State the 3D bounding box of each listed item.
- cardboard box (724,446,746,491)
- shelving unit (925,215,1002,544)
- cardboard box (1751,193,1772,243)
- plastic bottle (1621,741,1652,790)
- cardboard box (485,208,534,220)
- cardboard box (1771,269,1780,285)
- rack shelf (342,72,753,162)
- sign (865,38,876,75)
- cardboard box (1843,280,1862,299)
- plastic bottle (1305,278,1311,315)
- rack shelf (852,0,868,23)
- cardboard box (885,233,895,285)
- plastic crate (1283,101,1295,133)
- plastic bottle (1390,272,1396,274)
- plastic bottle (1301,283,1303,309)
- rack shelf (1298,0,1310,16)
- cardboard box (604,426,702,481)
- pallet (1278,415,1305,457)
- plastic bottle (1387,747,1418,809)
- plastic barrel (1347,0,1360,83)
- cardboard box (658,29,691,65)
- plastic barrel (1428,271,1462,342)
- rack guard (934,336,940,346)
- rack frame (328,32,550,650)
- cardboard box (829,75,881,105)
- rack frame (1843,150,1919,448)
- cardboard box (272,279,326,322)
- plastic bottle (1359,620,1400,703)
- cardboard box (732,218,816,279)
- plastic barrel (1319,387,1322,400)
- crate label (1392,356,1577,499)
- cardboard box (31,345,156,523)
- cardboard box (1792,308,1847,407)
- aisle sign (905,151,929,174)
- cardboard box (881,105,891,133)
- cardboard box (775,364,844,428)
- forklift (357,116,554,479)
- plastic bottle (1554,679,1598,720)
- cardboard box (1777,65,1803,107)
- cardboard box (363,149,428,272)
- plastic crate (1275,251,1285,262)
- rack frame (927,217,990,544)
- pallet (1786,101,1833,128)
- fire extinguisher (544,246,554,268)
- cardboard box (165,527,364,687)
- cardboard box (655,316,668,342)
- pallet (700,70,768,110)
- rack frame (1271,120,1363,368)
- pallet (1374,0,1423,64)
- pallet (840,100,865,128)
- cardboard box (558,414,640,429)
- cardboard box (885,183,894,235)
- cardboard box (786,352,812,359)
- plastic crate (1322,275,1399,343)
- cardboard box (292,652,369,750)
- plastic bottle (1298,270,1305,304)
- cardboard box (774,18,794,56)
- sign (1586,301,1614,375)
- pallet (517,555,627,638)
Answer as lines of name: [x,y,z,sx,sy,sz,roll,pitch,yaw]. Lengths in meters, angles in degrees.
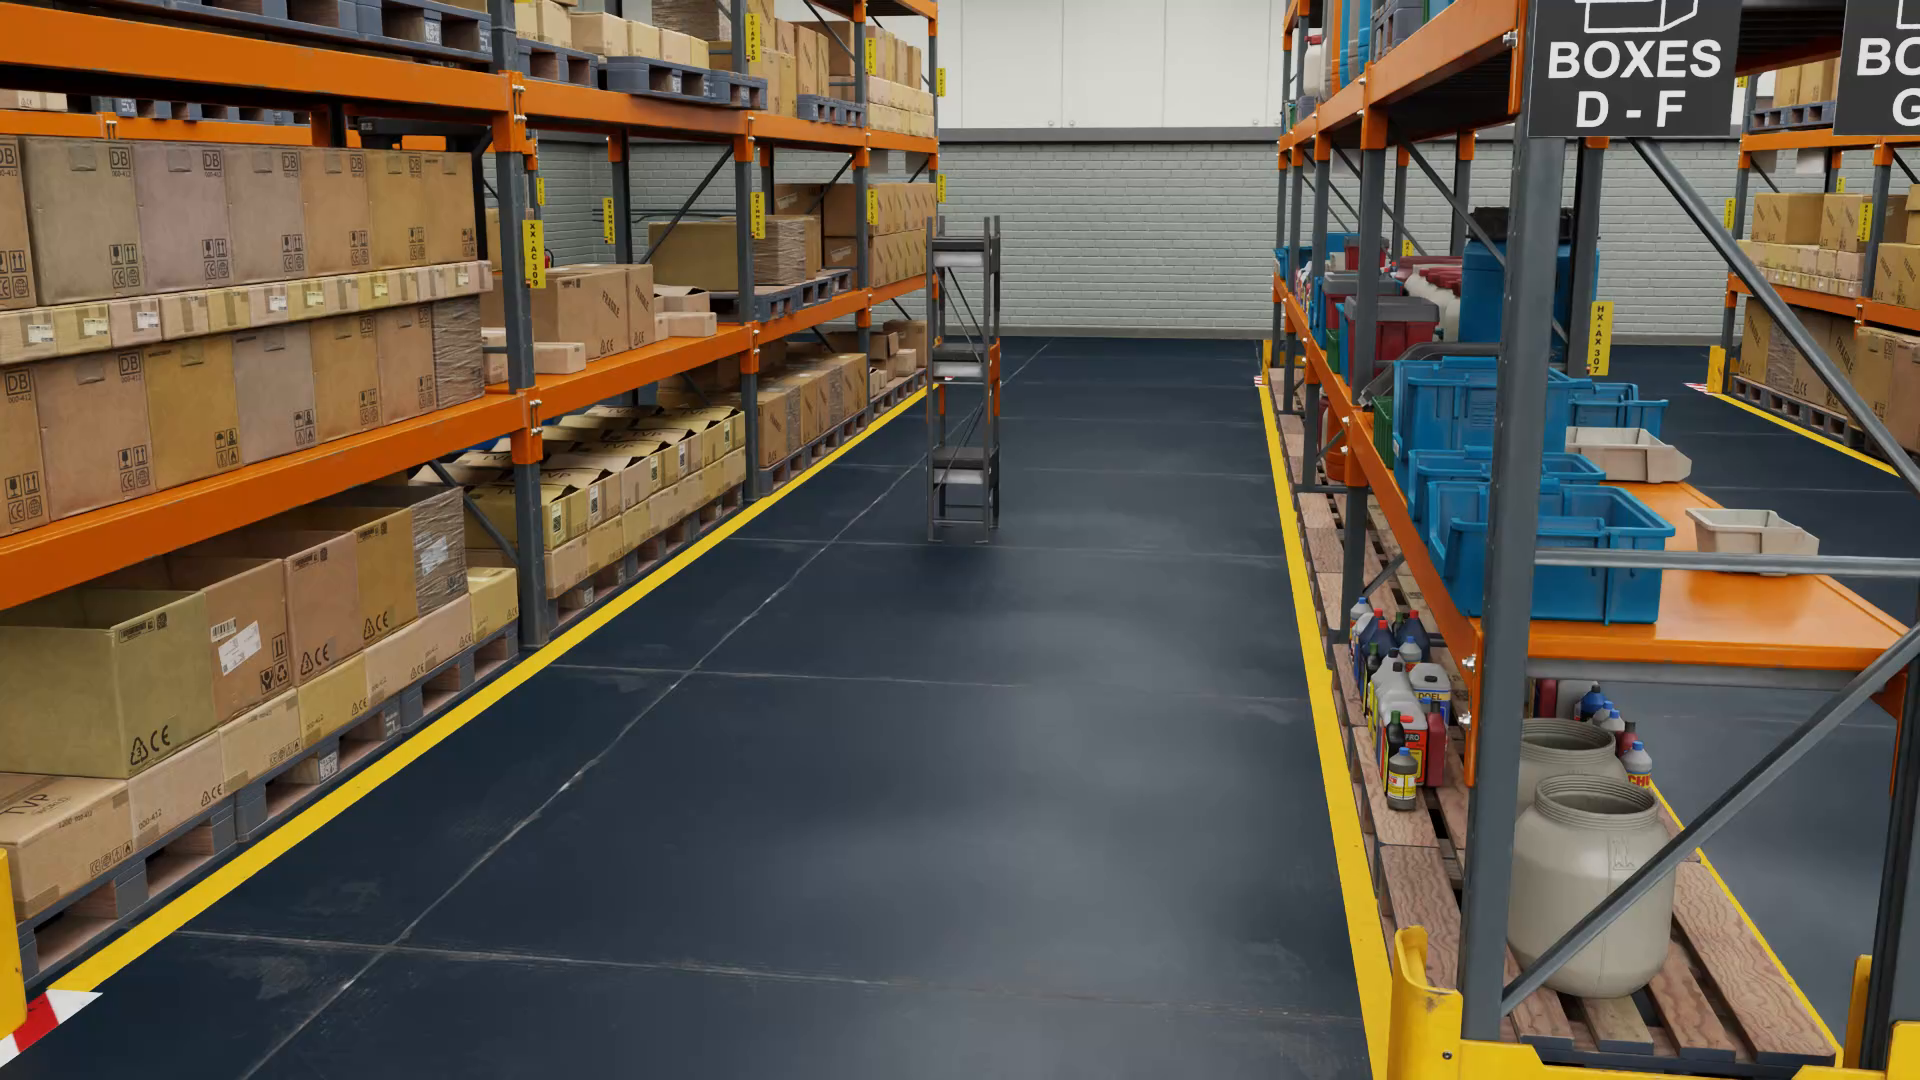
cardboard box: [-1.834,-0.515,11.793,0.500,0.250,0.500,2,12,10]
shelving unit: [0.025,-1.061,10.932,0.431,2.100,0.503,2,12,9]
cardboard box: [8.607,-3.358,17.326,0.500,0.500,0.500,2,12,7]
plastic bottle: [2.256,0.807,5.562,0.097,0.271,0.097,0,12,0]
cardboard box: [-5.727,-3.636,20.035,0.980,0.700,0.700,2,12,11]
cardboard box: [8.448,-2.661,16.817,0.380,0.149,0.250,2,12,8]
rack shelf: [-2.302,-2.470,9.920,1.077,0.370,4.000,2,12,9]
sign: [-0.830,-4.498,15.464,0.100,0.325,0.005,2,12,9]
cardboard box: [8.132,-2.233,14.833,0.380,0.149,0.250,2,12,9]
plastic bottle: [2.716,-1.889,12.915,0.061,0.283,0.133,2,12,9]
rack shelf: [-1.686,-4.573,13.510,1.077,0.370,4.000,2,12,9]
cardboard box: [-0.956,-2.857,16.892,0.500,0.500,0.500,2,12,10]
plastic crate: [3.624,-4.402,17.327,0.504,0.338,0.767,2,12,9]
plastic bottle: [3.640,-2.108,13.951,0.152,0.276,0.135,2,12,9]
plastic bottle: [2.829,-2.011,13.511,0.097,0.271,0.097,0,12,0]
rack shelf: [3.207,-4.412,12.762,1.077,0.370,4.000,2,12,9]
cardboard box: [-1.985,-0.576,10.745,0.500,0.311,0.500,2,12,8]
pallet: [3.355,-0.920,14.762,1.003,0.211,1.213,2,12,9]
plastic bottle: [1.519,0.812,5.705,0.097,0.201,0.097,0,12,0]
plastic barrel: [2.249,-2.738,8.267,0.600,0.901,0.600,0,12,0]
cardboard box: [-2.071,-3.164,10.792,0.500,0.250,0.500,2,12,10]
plastic barrel: [2.761,-1.189,9.066,0.433,0.535,0.433,0,12,0]
rack guard: [-0.775,-2.199,20.010,1.175,0.500,0.348,2,12,9]
rack frame: [-2.609,-0.939,8.228,1.000,3.000,0.127,2,12,9]
cardboard box: [-1.059,-4.334,16.035,0.500,0.250,0.500,2,12,9]
rack frame: [8.409,-2.282,14.463,1.000,3.000,0.127,2,12,9]
cardboard box: [-2.674,-0.921,6.371,0.380,0.149,0.250,2,12,11]
plastic bottle: [1.721,0.496,6.813,0.144,0.351,0.185,1,12,6]
cardboard box: [-1.590,-2.488,14.185,0.700,0.500,0.500,-1,12,-6]
plastic barrel: [3.131,-1.057,13.687,0.421,0.512,0.421,0,12,0]
crate label: [1.685,-0.354,5.431,0.502,0.435,0.616,2,12,9]
cardboard box: [-3.064,-0.361,5.311,0.700,0.500,0.500,2,12,10]
cardboard box: [8.728,-1.771,16.137,0.875,0.875,0.875,2,12,9]
aisle sign: [-0.450,-4.712,19.566,0.394,0.787,0.004,2,12,9]
cardboard box: [-0.979,-4.194,16.571,0.500,0.250,0.500,2,12,9]
cardboard box: [-1.333,-1.278,14.693,0.500,0.500,0.500,2,12,9]
forklift: [-4.578,-2.071,13.646,1.130,2.935,3.031,-11,17,-42]
plastic bottle: [2.362,0.623,6.402,0.152,0.276,0.135,2,12,10]
cardboard box: [8.792,-4.661,16.910,0.700,0.500,0.500,1,12,7]
cardboard box: [-2.748,-1.424,7.163,0.700,0.500,0.500,2,12,9]
plastic crate: [3.666,-3.045,18.258,0.416,0.233,0.300,2,12,9]
rack frame: [-0.012,-1.010,10.696,0.400,2.100,0.015,2,12,9]
pallet: [8.735,-4.128,16.120,1.003,0.211,1.213,2,12,9]
fire extinguisher: [-5.180,-3.393,20.685,0.296,0.674,0.183,2,12,9]
cardboard box: [-2.689,0.250,6.464,0.500,0.500,0.500,2,12,9]
cardboard box: [-2.134,-1.381,10.878,0.380,0.149,0.250,3,12,13]
pallet: [-2.010,-3.001,11.127,1.213,0.211,1.003,2,12,11]
rack frame: [4.130,-3.275,19.071,1.000,3.000,0.127,2,12,9]
pallet: [2.270,-1.998,6.472,1.213,0.211,1.003,2,12,9]
pallet: [-1.548,-3.845,15.040,1.213,0.211,1.003,2,12,9]
cardboard box: [-2.437,-0.697,11.308,0.500,0.311,0.500,2,12,7]
cardboard box: [-0.949,-3.338,16.751,0.500,0.500,0.500,1,12,7]
cardboard box: [-1.694,-1.504,15.742,0.500,0.500,0.500,1,12,6]
plastic crate: [2.349,-1.315,9.822,0.402,0.464,0.583,2,12,9]
cardboard box: [-2.690,0.616,6.543,0.500,0.250,0.500,2,12,9]
plastic bottle: [2.901,-2.138,14.072,0.061,0.283,0.133,2,12,9]
cardboard box: [-1.731,-3.993,13.810,0.600,0.600,0.600,1,12,6]
sign: [2.827,-0.892,7.358,0.100,0.325,0.005,2,12,9]
pallet: [-2.534,0.270,9.240,1.003,0.211,1.213,2,12,9]
